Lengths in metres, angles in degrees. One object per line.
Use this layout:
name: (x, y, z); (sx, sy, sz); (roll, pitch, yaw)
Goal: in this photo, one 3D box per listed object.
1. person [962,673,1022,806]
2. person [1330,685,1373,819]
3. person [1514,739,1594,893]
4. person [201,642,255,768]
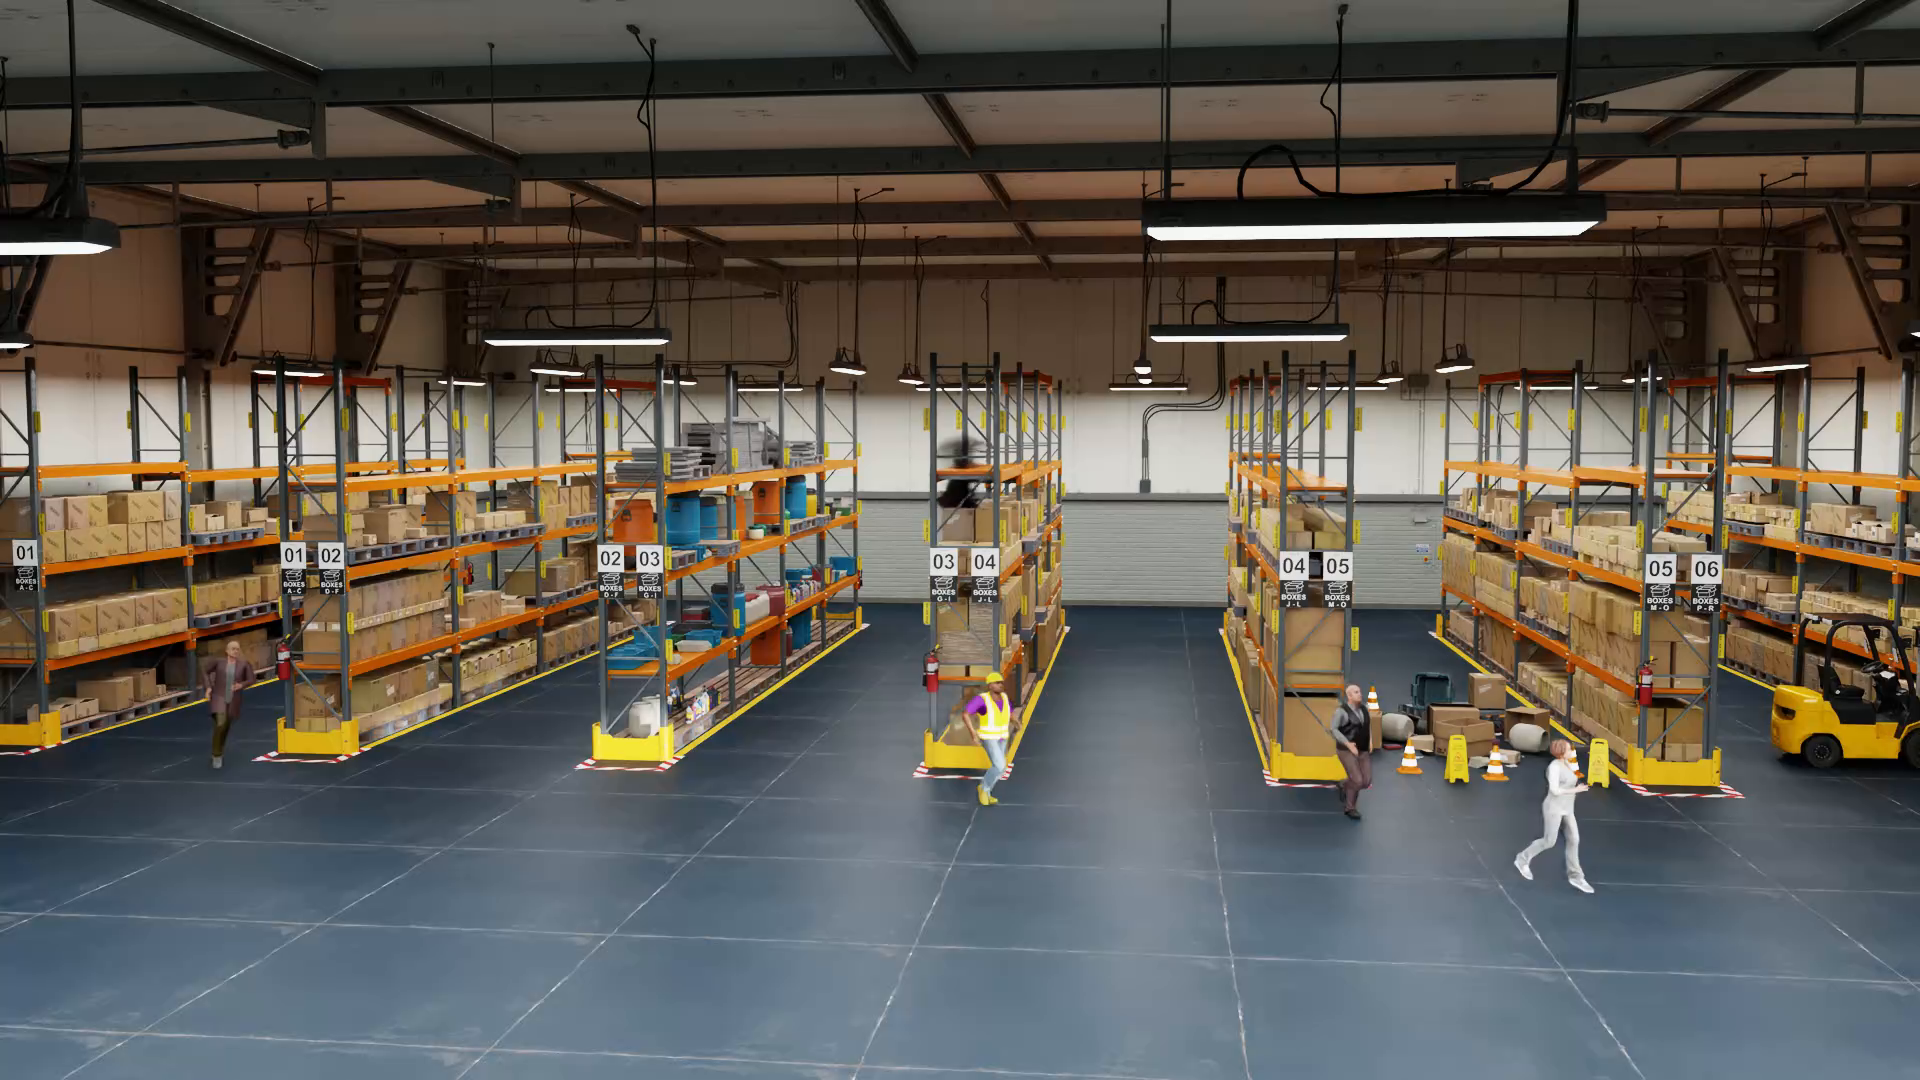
person: (0.476, 2.595, 21.688); (0.699, 1.742, 0.640); (-4, 6, -43)
person: (4.982, 2.671, 21.147); (0.691, 1.678, 0.564); (-3, 5, -32)
person: (6.380, 2.920, 17.823); (0.837, 1.610, 0.558); (4, 5, 42)
person: (-10.760, 2.403, 24.508); (0.672, 1.822, 0.756); (-3, 5, -37)
